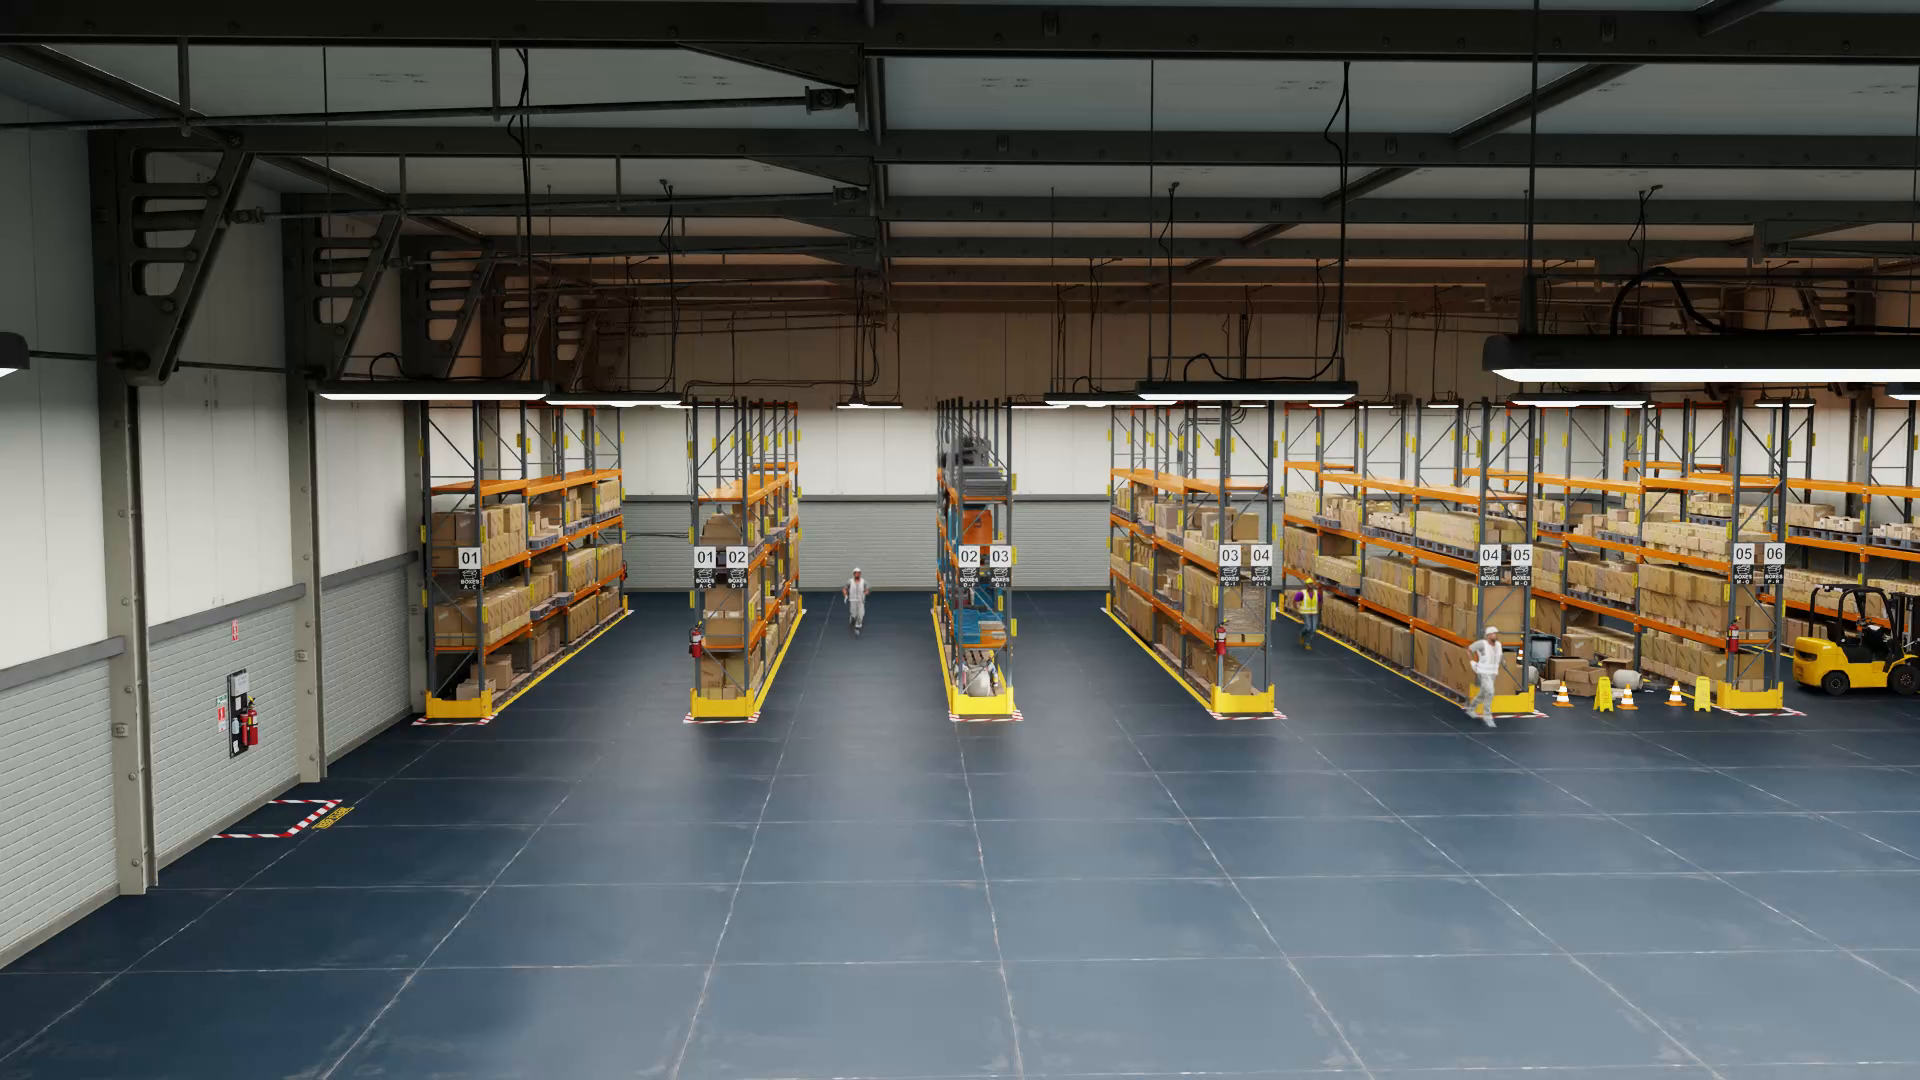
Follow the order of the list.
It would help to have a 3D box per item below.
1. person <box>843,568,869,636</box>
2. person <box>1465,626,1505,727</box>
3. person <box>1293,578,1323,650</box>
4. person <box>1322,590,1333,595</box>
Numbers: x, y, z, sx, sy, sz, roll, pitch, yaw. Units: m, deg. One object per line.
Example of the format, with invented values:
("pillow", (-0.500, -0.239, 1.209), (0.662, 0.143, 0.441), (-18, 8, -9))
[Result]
("person", (-2.619, 1.586, 42.307), (0.653, 1.742, 0.587), (-1, 5, -12))
("person", (9.710, 2.489, 30.610), (0.679, 1.809, 0.846), (-3, 5, -30))
("person", (8.390, 1.780, 39.908), (0.698, 1.720, 0.576), (-1, 4, -9))
("person", (10.739, 1.142, 48.879), (0.623, 1.673, 0.595), (-3, 5, -33))
